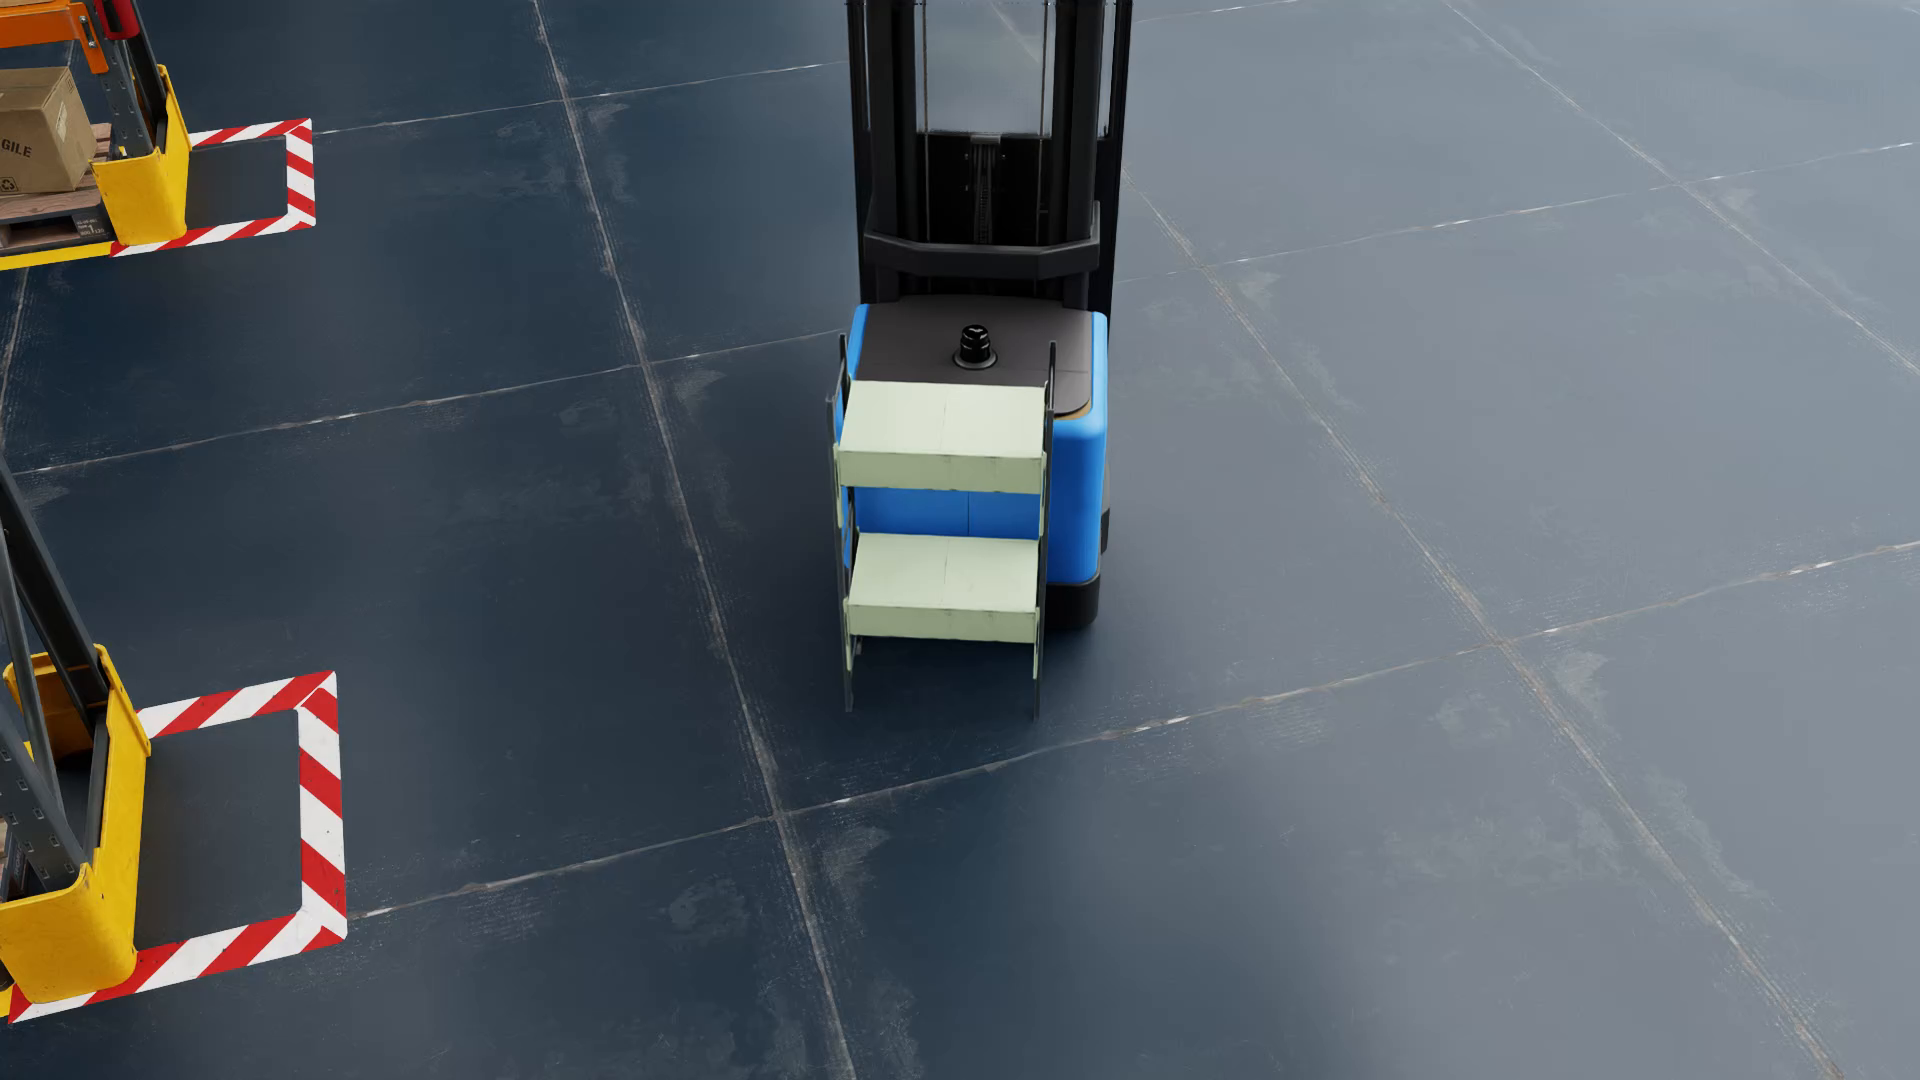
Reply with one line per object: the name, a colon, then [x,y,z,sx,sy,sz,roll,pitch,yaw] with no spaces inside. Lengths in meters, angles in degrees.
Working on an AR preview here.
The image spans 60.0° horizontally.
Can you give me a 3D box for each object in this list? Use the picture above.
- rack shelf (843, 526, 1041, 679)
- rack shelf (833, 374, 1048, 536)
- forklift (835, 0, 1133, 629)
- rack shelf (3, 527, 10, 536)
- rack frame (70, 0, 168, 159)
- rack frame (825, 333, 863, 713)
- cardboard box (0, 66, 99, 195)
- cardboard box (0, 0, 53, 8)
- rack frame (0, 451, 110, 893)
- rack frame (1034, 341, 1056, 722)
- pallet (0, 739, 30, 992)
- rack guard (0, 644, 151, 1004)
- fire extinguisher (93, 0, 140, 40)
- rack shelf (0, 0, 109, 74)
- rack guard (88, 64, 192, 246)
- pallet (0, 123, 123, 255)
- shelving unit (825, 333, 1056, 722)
rack shelf: [-0.056,0.237,6.334,0.720,0.370,0.431,2,41,3]
rack shelf: [-0.056,-0.302,5.863,0.720,0.370,0.431,2,41,3]
forklift: [0.129,-1.700,6.968,1.130,2.935,3.031,2,41,3]
rack shelf: [-4.949,0.636,4.789,4.000,0.370,1.077,-12,42,-13]
rack frame: [-4.529,-3.138,8.562,0.127,3.000,1.000,-12,42,-13]
rack frame: [-0.421,-0.024,6.137,0.023,1.500,0.400,2,41,3]
cardboard box: [-5.130,-2.242,9.117,0.500,0.500,0.500,-4,41,-5]
cardboard box: [-4.739,-2.858,8.432,0.250,0.149,0.380,-12,42,-13]
rack frame: [-3.042,-0.030,5.004,0.127,3.000,1.000,-12,42,-13]
rack frame: [0.310,0.007,6.102,0.023,1.500,0.400,2,41,3]
pallet: [-3.877,1.222,5.691,1.213,0.211,1.003,-12,42,-13]
rack guard: [-3.100,0.956,5.776,0.348,0.500,1.175,-12,42,-13]
fire extinguisher: [-4.282,-2.842,8.282,0.183,0.674,0.296,-12,42,-13]
rack shelf: [-6.437,-2.472,8.346,4.000,0.370,1.077,-12,42,-13]
rack guard: [-4.602,-2.182,9.367,0.348,0.500,1.175,-12,42,-13]
pallet: [-5.387,-1.935,9.304,1.213,0.211,1.003,-12,42,-13]
shelving unit: [-0.056,-0.008,6.119,0.755,1.500,0.431,2,41,3]
